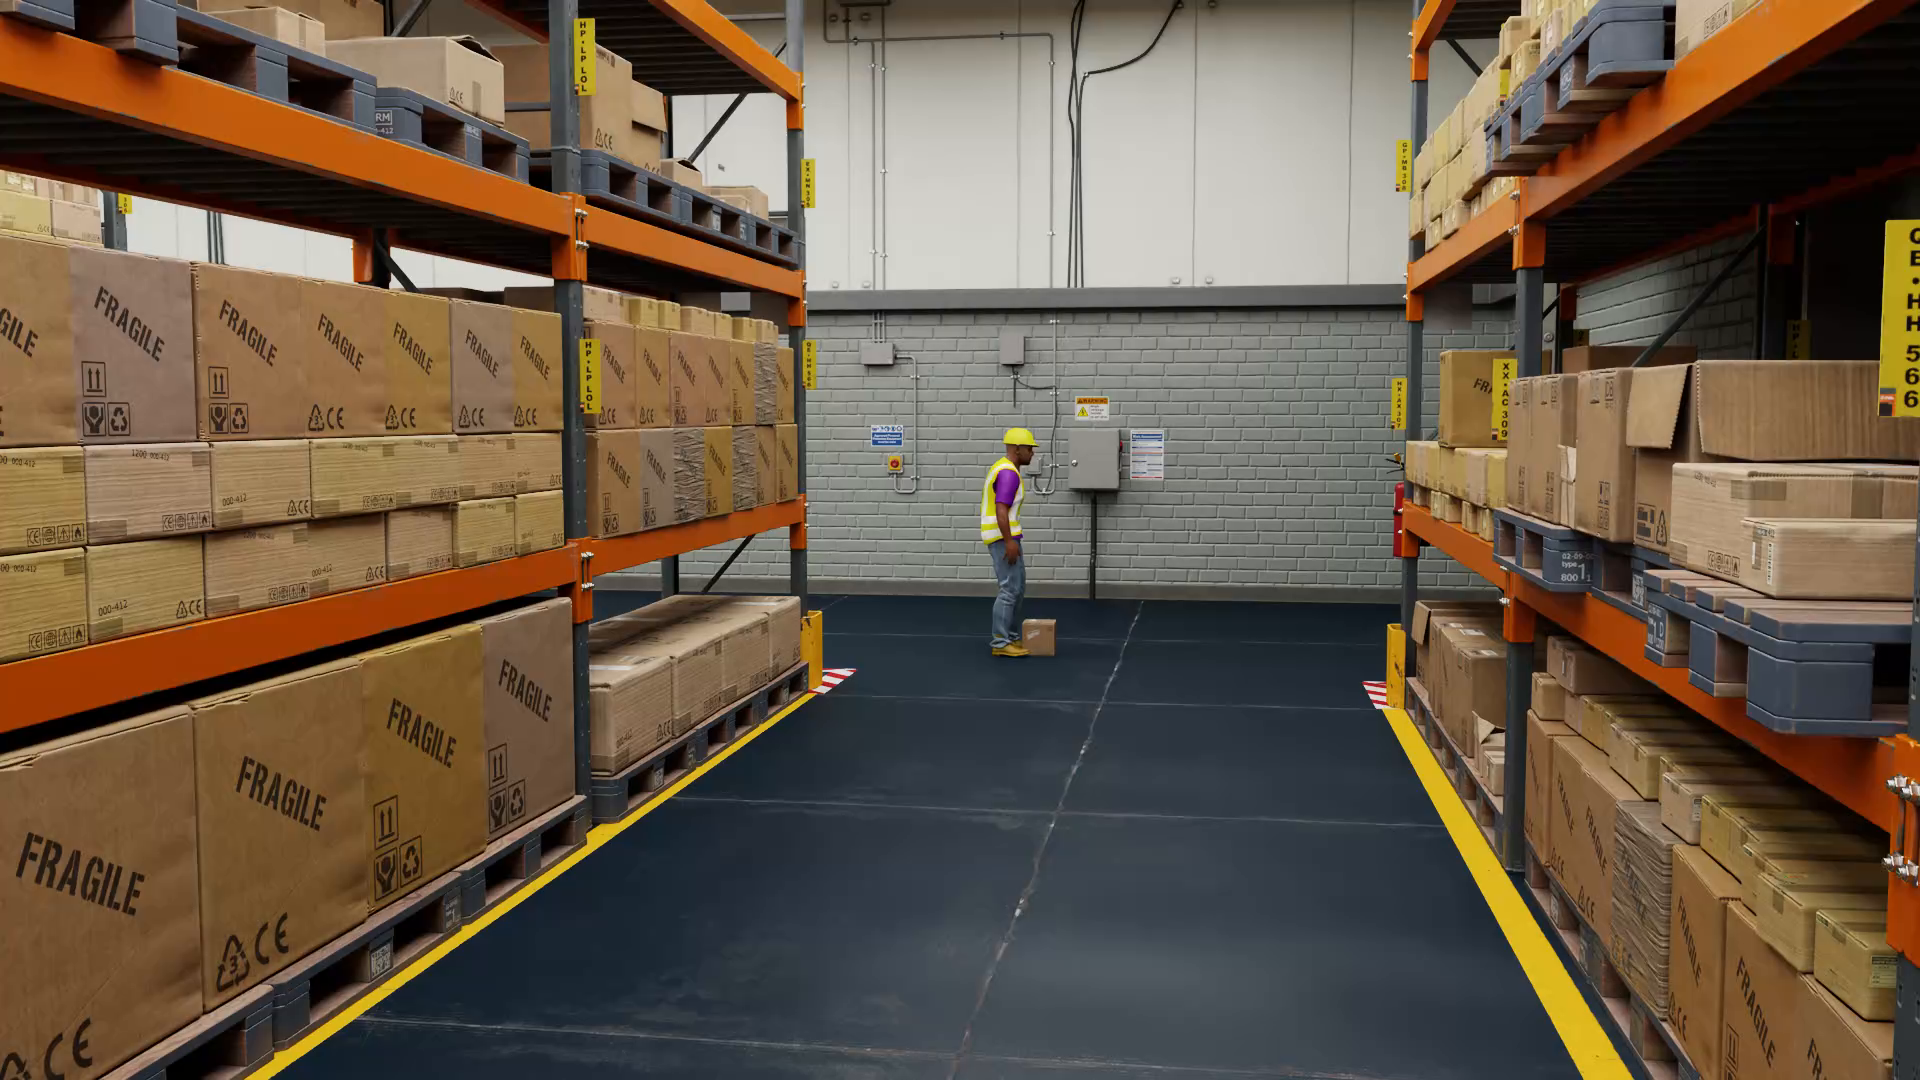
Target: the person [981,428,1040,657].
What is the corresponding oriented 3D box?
[{"bbox_3d":[0.392,0.008,12.960,0.461,1.755,0.631,0,4,5],"label":"person"}]
